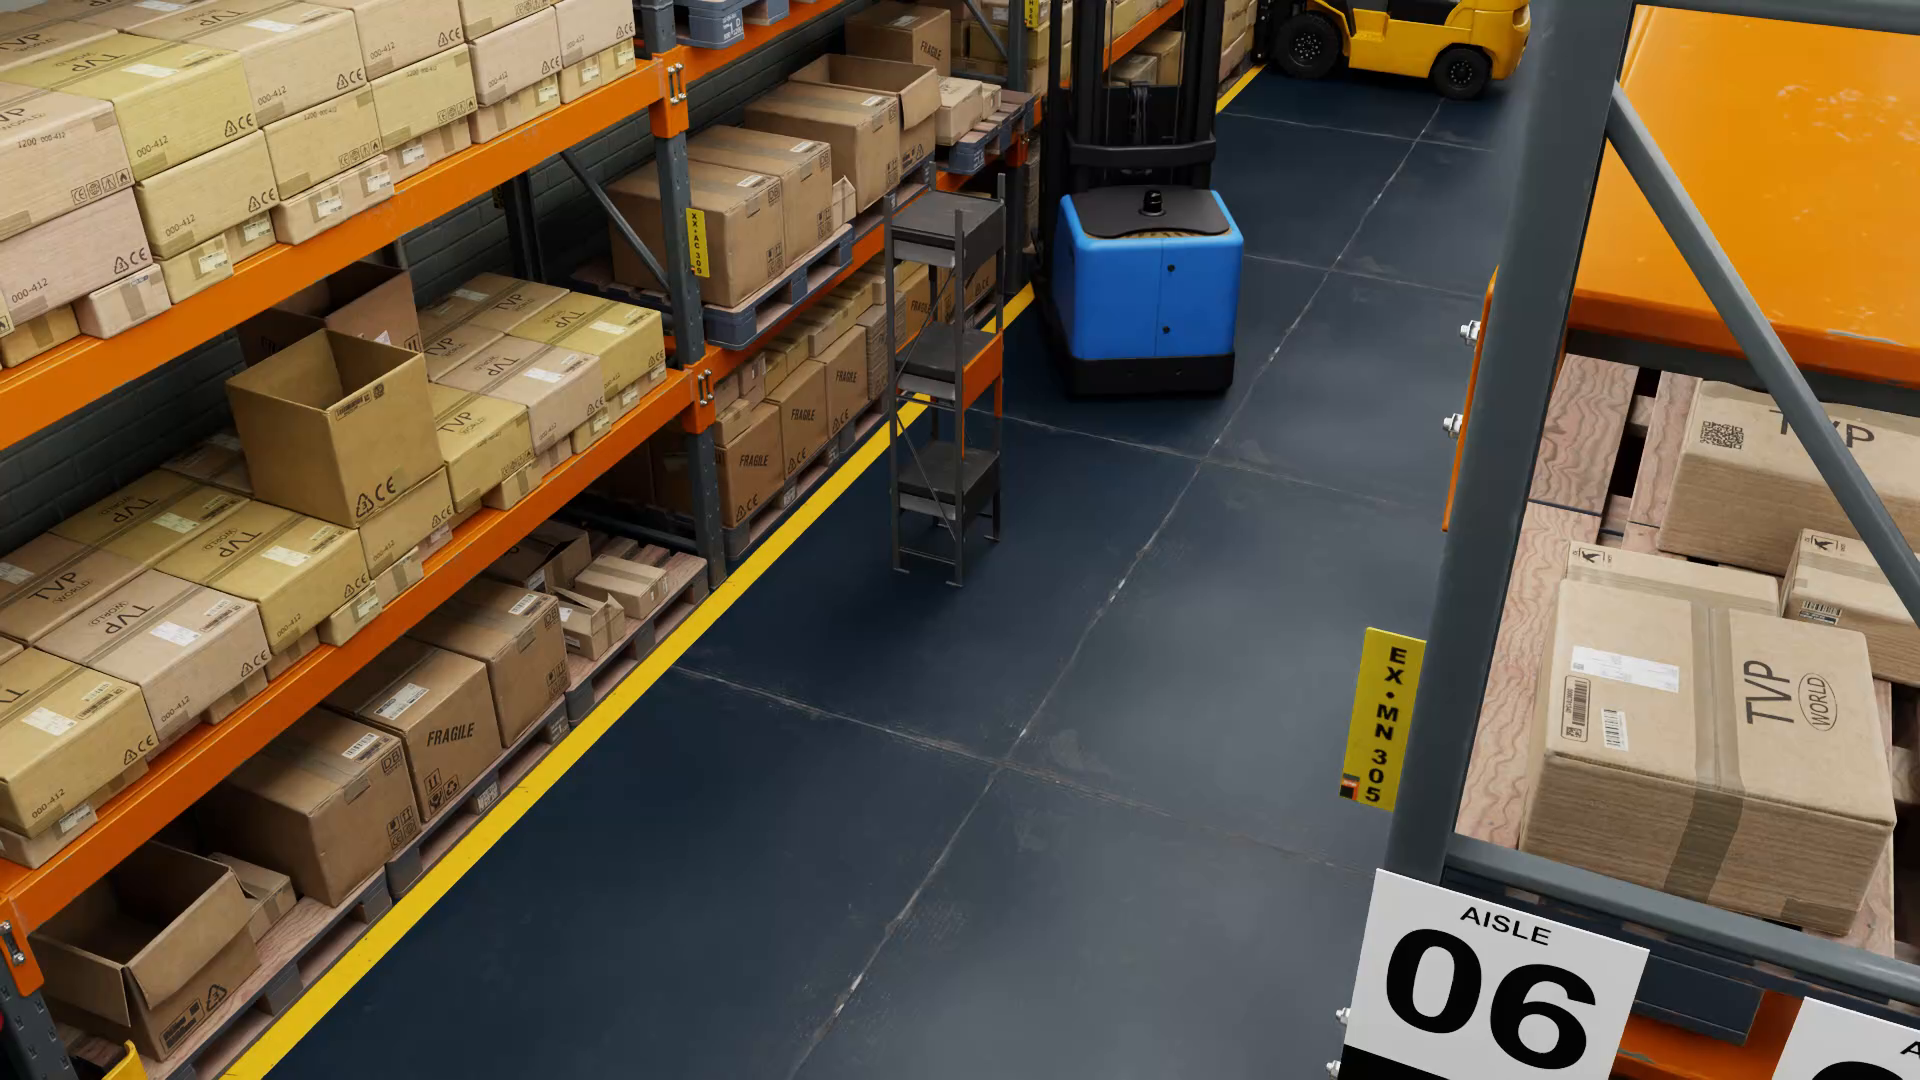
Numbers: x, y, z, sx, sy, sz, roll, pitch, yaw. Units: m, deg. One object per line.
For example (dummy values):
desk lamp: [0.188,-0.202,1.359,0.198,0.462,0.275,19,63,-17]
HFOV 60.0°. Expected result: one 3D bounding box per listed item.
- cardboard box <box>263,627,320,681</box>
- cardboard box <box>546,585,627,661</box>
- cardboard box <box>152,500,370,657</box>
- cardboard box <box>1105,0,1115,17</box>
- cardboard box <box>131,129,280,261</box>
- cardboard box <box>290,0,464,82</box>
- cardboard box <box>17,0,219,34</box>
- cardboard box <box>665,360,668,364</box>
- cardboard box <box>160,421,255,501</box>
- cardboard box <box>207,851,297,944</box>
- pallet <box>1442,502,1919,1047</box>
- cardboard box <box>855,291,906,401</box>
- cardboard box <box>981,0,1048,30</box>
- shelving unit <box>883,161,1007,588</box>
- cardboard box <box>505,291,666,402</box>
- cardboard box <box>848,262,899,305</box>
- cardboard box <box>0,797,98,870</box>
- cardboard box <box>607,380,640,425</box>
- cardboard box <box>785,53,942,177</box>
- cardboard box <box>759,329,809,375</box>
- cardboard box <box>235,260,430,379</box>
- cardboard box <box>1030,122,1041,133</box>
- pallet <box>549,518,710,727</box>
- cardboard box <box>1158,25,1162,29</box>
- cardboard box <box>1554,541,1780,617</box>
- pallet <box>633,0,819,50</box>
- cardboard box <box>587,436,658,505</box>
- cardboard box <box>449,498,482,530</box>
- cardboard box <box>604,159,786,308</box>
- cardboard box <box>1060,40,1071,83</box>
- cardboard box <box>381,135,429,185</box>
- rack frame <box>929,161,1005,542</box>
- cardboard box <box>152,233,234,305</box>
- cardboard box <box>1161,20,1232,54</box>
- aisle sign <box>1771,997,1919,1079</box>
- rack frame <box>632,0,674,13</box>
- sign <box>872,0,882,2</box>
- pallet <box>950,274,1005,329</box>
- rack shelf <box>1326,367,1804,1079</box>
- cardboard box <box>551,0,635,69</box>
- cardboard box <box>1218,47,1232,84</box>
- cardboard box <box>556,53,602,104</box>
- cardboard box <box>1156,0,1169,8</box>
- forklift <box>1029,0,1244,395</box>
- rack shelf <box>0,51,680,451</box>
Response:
cardboard box: [-2.588,0.343,6.088,0.380,0.149,0.250,15,36,21]
cardboard box: [-1.827,0.359,7.946,0.396,0.266,0.258,15,36,22]
cardboard box: [-2.531,0.131,6.049,0.500,0.250,0.500,13,36,20]
cardboard box: [0.815,-3.941,12.073,0.500,0.250,0.500,13,36,19]
cardboard box: [-2.532,-1.123,5.226,0.500,0.250,0.500,13,35,19]
cardboard box: [-2.128,-1.845,5.870,0.500,0.250,0.500,15,36,21]
cardboard box: [-2.794,-1.711,5.666,0.500,0.250,0.500,14,36,20]
cardboard box: [-1.714,-0.915,9.083,0.380,0.149,0.250,14,36,21]
cardboard box: [-2.786,-0.253,6.635,0.500,0.250,0.500,14,36,20]
cardboard box: [-2.830,1.392,6.477,0.380,0.149,0.250,13,35,19]
pallet: [1.426,0.408,3.105,1.003,0.211,1.213,14,36,20]
cardboard box: [-0.656,-1.223,10.145,0.500,0.500,0.500,13,35,19]
cardboard box: [0.363,-3.528,11.080,0.380,0.149,0.250,15,36,22]
shelving unit: [-0.069,-0.796,8.417,0.431,2.100,0.503,14,36,20]
cardboard box: [-1.703,-0.884,7.596,0.500,0.250,0.500,15,36,22]
cardboard box: [-0.595,-1.567,10.078,0.380,0.149,0.250,12,35,18]
cardboard box: [-2.998,0.865,5.293,0.380,0.149,0.250,14,36,20]
cardboard box: [-1.705,-0.675,7.641,0.380,0.149,0.250,15,36,22]
cardboard box: [-0.553,-2.487,9.699,0.797,0.503,0.637,13,36,19]
cardboard box: [-1.075,-1.076,9.330,0.380,0.149,0.250,14,36,20]
cardboard box: [-2.576,-0.826,6.824,0.500,0.500,0.500,13,35,19]
cardboard box: [0.502,-2.941,12.651,0.875,0.625,0.625,15,36,22]
pallet: [-2.000,0.377,8.352,1.003,0.211,1.213,14,36,20]
cardboard box: [1.653,-4.640,15.128,0.500,0.250,0.500,13,36,19]
cardboard box: [1.334,0.159,3.160,0.380,0.149,0.250,11,35,17]
pallet: [-1.375,-2.616,7.808,1.213,0.211,1.003,14,36,20]
cardboard box: [-1.775,-0.574,9.155,0.500,0.500,0.500,14,36,20]
cardboard box: [-2.217,-0.179,6.885,0.380,0.149,0.250,15,36,21]
cardboard box: [-1.306,-1.538,8.255,0.700,0.500,0.500,15,36,22]
cardboard box: [0.584,-3.475,11.820,0.500,0.250,0.500,13,36,19]
cardboard box: [-2.164,-1.406,6.021,0.380,0.149,0.250,15,36,21]
rack frame: [0.033,-0.917,8.602,0.400,2.100,0.015,14,36,20]
cardboard box: [-2.531,-0.887,5.229,0.380,0.149,0.250,14,36,20]
cardboard box: [2.118,-4.521,14.946,0.500,0.250,0.500,14,36,20]
aisle sign: [1.358,1.013,2.467,0.394,0.787,0.004,14,36,20]
rack frame: [-1.712,-3.640,6.463,1.000,3.000,0.127,14,36,20]
sign: [-0.544,-3.733,11.021,0.100,0.325,0.005,14,36,20]
pallet: [-0.385,-1.594,11.357,1.003,0.211,1.213,14,36,20]
rack shelf: [1.962,0.048,4.230,1.077,0.370,4.000,14,36,20]
cardboard box: [-1.686,-2.150,6.791,0.500,0.250,0.500,14,36,21]
cardboard box: [2.139,-4.306,15.075,0.500,0.250,0.500,15,36,21]
cardboard box: [-1.699,-1.913,6.793,0.380,0.149,0.250,14,36,20]
cardboard box: [1.457,-4.490,13.368,0.500,0.250,0.500,14,36,20]
forklift: [1.081,-2.918,10.896,1.130,2.935,3.031,-3,33,-4]
rack shelf: [-2.548,-1.089,5.964,1.077,0.370,4.000,14,36,20]
